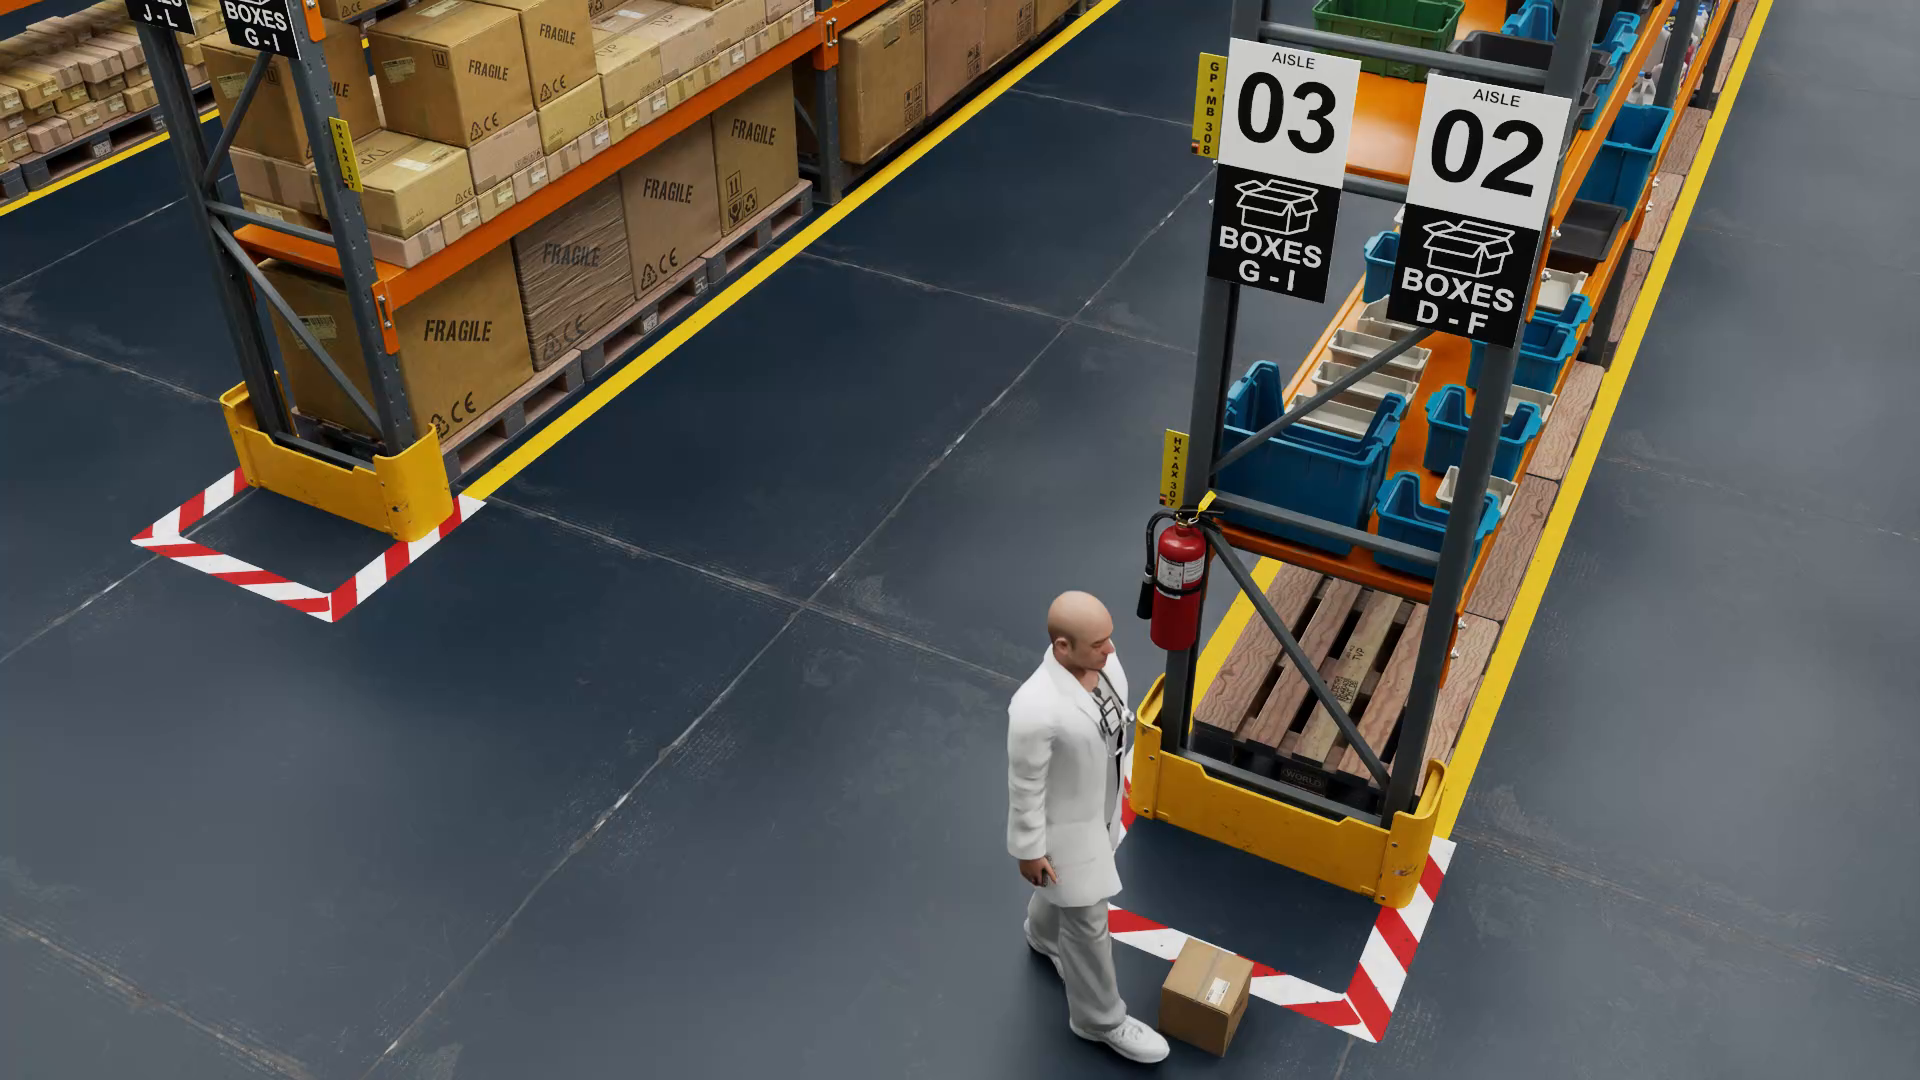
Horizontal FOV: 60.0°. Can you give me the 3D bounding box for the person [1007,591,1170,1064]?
[{"bbox_3d":[0.498,0.948,5.514,0.695,1.776,0.587,19,41,23],"label":"person"}]
